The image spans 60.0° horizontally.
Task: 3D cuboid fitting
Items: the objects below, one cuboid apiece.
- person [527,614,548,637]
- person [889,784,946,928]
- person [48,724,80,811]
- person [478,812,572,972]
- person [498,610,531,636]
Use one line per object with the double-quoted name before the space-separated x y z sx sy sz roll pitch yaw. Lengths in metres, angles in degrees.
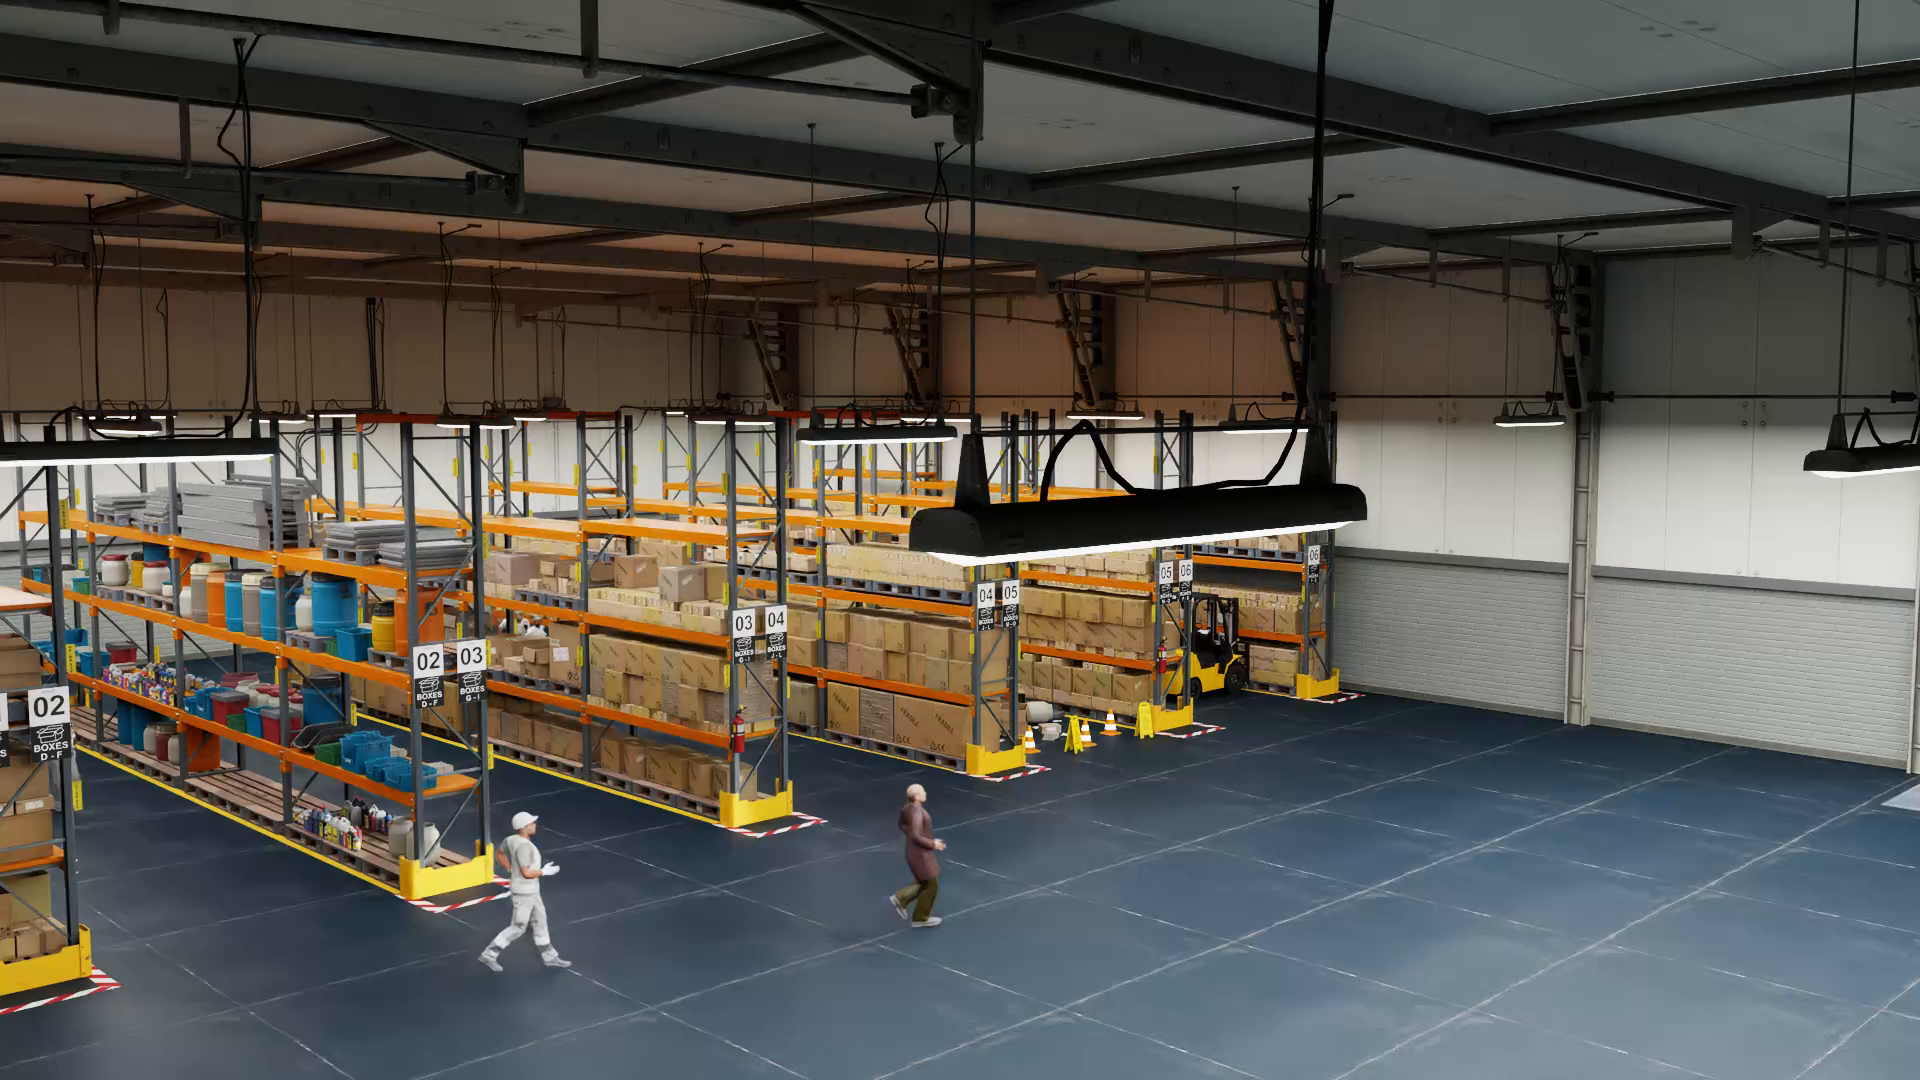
"person" -8.953 2.417 35.415 0.583 1.695 0.935 -4 6 -40
"person" -0.513 3.751 19.741 0.637 1.732 0.731 -1 5 -15
"person" -13.603 3.301 25.223 0.598 1.656 0.591 4 6 36
"person" -4.744 3.840 18.086 0.993 1.791 0.656 -2 5 -17
"person" -9.677 2.337 36.164 1.057 1.791 0.662 4 7 41
